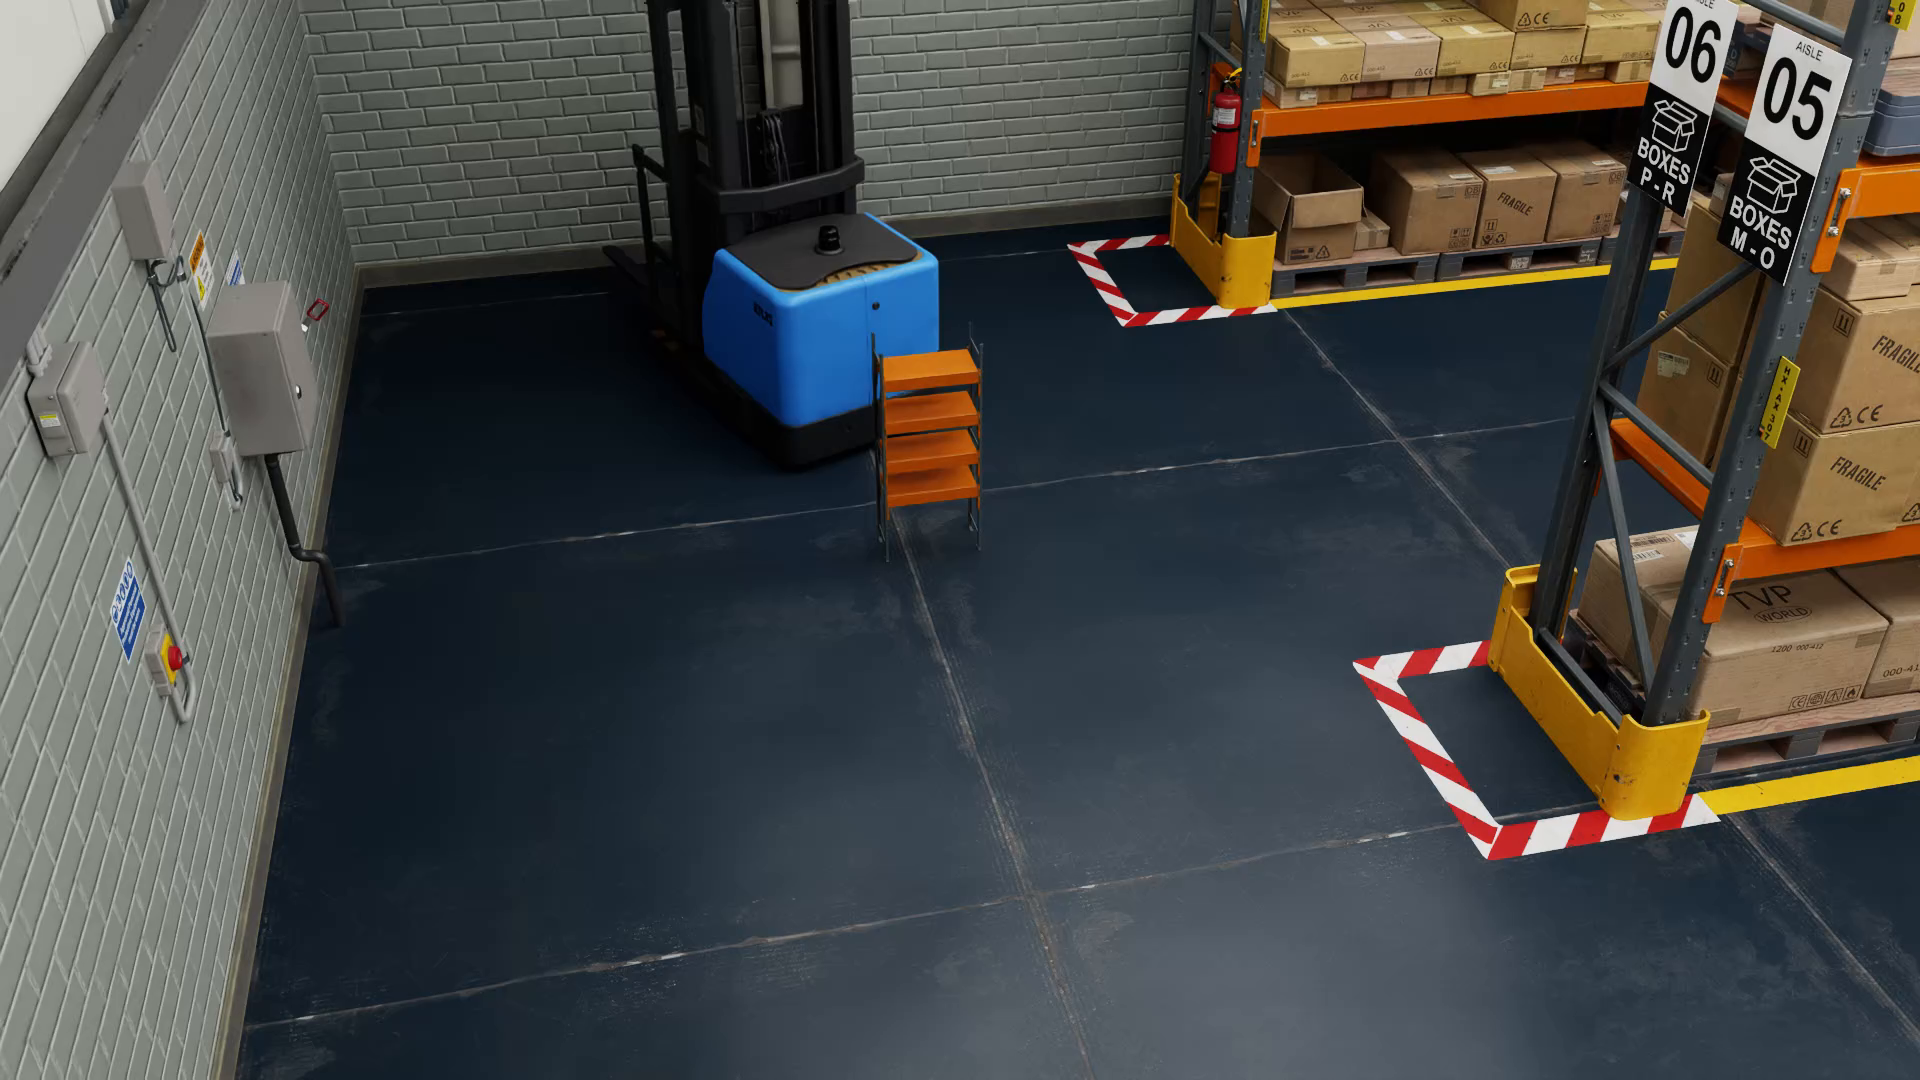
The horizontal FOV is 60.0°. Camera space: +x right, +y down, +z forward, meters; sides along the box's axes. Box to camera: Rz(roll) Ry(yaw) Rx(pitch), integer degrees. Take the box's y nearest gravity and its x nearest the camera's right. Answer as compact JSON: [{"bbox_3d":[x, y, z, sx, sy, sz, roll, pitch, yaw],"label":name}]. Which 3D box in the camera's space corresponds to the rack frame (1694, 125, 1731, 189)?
[{"bbox_3d":[5.609,-3.588,11.405,0.127,3.000,1.000,-7,35,-11],"label":"rack frame"}]

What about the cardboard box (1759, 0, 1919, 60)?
[{"bbox_3d":[3.225,-1.902,5.869,0.500,0.250,0.500,-10,35,-15],"label":"cardboard box"}]

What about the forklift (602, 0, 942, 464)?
[{"bbox_3d":[-1.328,-2.420,9.726,1.130,2.935,3.031,-20,39,-27],"label":"forklift"}]

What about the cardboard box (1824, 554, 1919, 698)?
[{"bbox_3d":[4.319,0.238,7.626,0.875,0.438,0.875,-6,34,-9],"label":"cardboard box"}]

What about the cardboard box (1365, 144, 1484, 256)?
[{"bbox_3d":[3.167,-2.340,11.412,0.500,0.500,0.700,-6,34,-9],"label":"cardboard box"}]

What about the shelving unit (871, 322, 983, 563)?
[{"bbox_3d":[-0.161,-0.478,8.385,0.503,1.200,0.258,-7,35,-11],"label":"shelving unit"}]

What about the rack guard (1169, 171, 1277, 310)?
[{"bbox_3d":[1.782,-2.068,11.382,0.348,0.500,1.175,-7,35,-11],"label":"rack guard"}]

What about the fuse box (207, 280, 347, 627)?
[{"bbox_3d":[-3.010,-0.318,7.688,0.414,1.711,0.539,-7,35,-11],"label":"fuse box"}]

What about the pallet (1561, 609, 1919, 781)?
[{"bbox_3d":[3.569,0.618,7.640,1.213,0.211,1.003,-7,35,-11],"label":"pallet"}]

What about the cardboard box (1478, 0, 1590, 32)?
[{"bbox_3d":[3.672,-3.563,10.562,0.500,0.500,0.500,-6,34,-9],"label":"cardboard box"}]

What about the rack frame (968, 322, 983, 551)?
[{"bbox_3d":[0.077,-0.508,8.430,0.015,1.200,0.240,-7,35,-11],"label":"rack frame"}]

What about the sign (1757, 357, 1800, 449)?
[{"bbox_3d":[2.923,-0.489,5.939,0.005,0.325,0.100,-7,35,-11],"label":"sign"}]

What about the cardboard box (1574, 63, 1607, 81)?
[{"bbox_3d":[4.075,-3.183,11.027,0.250,0.149,0.380,-7,34,-10],"label":"cardboard box"}]

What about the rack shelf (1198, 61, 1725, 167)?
[{"bbox_3d":[3.658,-3.043,11.239,4.000,0.370,1.077,-7,35,-11],"label":"rack shelf"}]

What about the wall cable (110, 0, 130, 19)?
[{"bbox_3d":[-3.421,-3.981,6.573,0.133,3.039,2.988,-7,35,-11],"label":"wall cable"}]

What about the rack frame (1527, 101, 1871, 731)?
[{"bbox_3d":[2.806,-0.399,6.653,0.127,3.000,1.000,-7,35,-11],"label":"rack frame"}]

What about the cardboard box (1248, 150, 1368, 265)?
[{"bbox_3d":[2.325,-2.258,11.286,0.637,0.503,0.797,-9,35,-12],"label":"cardboard box"}]

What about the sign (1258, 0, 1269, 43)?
[{"bbox_3d":[1.827,-3.161,9.991,0.005,0.325,0.100,-7,35,-11],"label":"sign"}]

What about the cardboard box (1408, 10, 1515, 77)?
[{"bbox_3d":[3.195,-3.193,10.684,0.500,0.250,0.500,-8,35,-11],"label":"cardboard box"}]

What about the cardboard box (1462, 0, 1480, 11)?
[{"bbox_3d":[3.595,-3.543,11.206,0.500,0.250,0.500,-7,35,-11],"label":"cardboard box"}]

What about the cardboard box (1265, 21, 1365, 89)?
[{"bbox_3d":[2.209,-3.067,10.496,0.500,0.250,0.500,-7,34,-10],"label":"cardboard box"}]

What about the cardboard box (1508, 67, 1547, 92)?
[{"bbox_3d":[3.608,-3.058,10.841,0.250,0.149,0.380,-6,34,-9],"label":"cardboard box"}]

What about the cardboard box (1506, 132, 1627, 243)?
[{"bbox_3d":[4.180,-2.468,11.602,0.500,0.500,0.700,-8,35,-12],"label":"cardboard box"}]

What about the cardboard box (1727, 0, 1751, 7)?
[{"bbox_3d":[5.166,-3.454,11.073,0.500,0.250,0.500,-6,34,-9],"label":"cardboard box"}]

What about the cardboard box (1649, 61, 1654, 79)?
[{"bbox_3d":[4.595,-3.201,11.053,0.250,0.149,0.380,-6,34,-9],"label":"cardboard box"}]

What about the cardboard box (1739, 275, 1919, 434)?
[{"bbox_3d":[3.337,-0.760,6.203,0.500,0.500,0.500,-8,35,-12],"label":"cardboard box"}]

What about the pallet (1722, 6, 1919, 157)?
[{"bbox_3d":[3.527,-1.705,5.986,1.213,0.211,1.003,-7,35,-11],"label":"pallet"}]

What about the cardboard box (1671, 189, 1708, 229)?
[{"bbox_3d":[5.130,-2.350,11.742,0.250,0.149,0.380,-8,35,-12],"label":"cardboard box"}]

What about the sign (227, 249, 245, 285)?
[{"bbox_3d":[-3.321,-1.056,7.717,0.001,0.494,0.329,-7,35,-11],"label":"sign"}]

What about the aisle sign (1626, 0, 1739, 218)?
[{"bbox_3d":[2.668,-1.638,6.166,0.004,0.787,0.394,-7,35,-11],"label":"aisle sign"}]

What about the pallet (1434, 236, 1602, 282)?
[{"bbox_3d":[3.747,-2.194,11.830,1.213,0.211,1.003,-7,35,-11],"label":"pallet"}]

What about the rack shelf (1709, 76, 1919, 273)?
[{"bbox_3d":[4.757,-1.592,6.384,4.000,0.370,1.077,-7,35,-11],"label":"rack shelf"}]

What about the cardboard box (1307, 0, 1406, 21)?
[{"bbox_3d":[2.601,-3.421,11.024,0.500,0.250,0.500,-7,35,-10],"label":"cardboard box"}]

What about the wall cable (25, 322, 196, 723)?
[{"bbox_3d":[-2.688,-0.128,5.309,0.123,1.953,0.585,-7,35,-11],"label":"wall cable"}]

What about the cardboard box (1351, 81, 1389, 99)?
[{"bbox_3d":[2.575,-2.991,10.740,0.250,0.149,0.380,-8,35,-11],"label":"cardboard box"}]

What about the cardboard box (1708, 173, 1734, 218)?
[{"bbox_3d":[3.112,-1.278,6.393,0.250,0.149,0.380,-7,34,-10],"label":"cardboard box"}]

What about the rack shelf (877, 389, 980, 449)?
[{"bbox_3d":[-0.161,-0.608,8.298,0.480,0.148,0.258,-7,35,-11],"label":"rack shelf"}]

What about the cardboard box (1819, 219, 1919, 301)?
[{"bbox_3d":[3.213,-1.018,6.006,0.250,0.149,0.380,-6,34,-10],"label":"cardboard box"}]

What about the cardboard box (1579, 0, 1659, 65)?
[{"bbox_3d":[4.191,-3.330,10.888,0.500,0.250,0.500,-7,35,-11],"label":"cardboard box"}]

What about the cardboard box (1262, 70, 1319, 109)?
[{"bbox_3d":[2.089,-2.883,10.580,0.250,0.149,0.380,-7,35,-11],"label":"cardboard box"}]

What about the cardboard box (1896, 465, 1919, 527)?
[{"bbox_3d":[3.825,-0.421,6.595,0.500,0.500,0.500,-8,35,-11],"label":"cardboard box"}]

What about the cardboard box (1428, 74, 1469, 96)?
[{"bbox_3d":[3.093,-3.024,10.790,0.250,0.149,0.380,-7,34,-10],"label":"cardboard box"}]

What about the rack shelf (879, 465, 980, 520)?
[{"bbox_3d":[-0.161,-0.257,8.533,0.480,0.148,0.258,-7,35,-11],"label":"rack shelf"}]

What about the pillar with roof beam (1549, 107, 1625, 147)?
[{"bbox_3d":[5.681,-4.144,6.849,0.400,9.000,9.100,-7,35,-11],"label":"pillar with roof beam"}]
